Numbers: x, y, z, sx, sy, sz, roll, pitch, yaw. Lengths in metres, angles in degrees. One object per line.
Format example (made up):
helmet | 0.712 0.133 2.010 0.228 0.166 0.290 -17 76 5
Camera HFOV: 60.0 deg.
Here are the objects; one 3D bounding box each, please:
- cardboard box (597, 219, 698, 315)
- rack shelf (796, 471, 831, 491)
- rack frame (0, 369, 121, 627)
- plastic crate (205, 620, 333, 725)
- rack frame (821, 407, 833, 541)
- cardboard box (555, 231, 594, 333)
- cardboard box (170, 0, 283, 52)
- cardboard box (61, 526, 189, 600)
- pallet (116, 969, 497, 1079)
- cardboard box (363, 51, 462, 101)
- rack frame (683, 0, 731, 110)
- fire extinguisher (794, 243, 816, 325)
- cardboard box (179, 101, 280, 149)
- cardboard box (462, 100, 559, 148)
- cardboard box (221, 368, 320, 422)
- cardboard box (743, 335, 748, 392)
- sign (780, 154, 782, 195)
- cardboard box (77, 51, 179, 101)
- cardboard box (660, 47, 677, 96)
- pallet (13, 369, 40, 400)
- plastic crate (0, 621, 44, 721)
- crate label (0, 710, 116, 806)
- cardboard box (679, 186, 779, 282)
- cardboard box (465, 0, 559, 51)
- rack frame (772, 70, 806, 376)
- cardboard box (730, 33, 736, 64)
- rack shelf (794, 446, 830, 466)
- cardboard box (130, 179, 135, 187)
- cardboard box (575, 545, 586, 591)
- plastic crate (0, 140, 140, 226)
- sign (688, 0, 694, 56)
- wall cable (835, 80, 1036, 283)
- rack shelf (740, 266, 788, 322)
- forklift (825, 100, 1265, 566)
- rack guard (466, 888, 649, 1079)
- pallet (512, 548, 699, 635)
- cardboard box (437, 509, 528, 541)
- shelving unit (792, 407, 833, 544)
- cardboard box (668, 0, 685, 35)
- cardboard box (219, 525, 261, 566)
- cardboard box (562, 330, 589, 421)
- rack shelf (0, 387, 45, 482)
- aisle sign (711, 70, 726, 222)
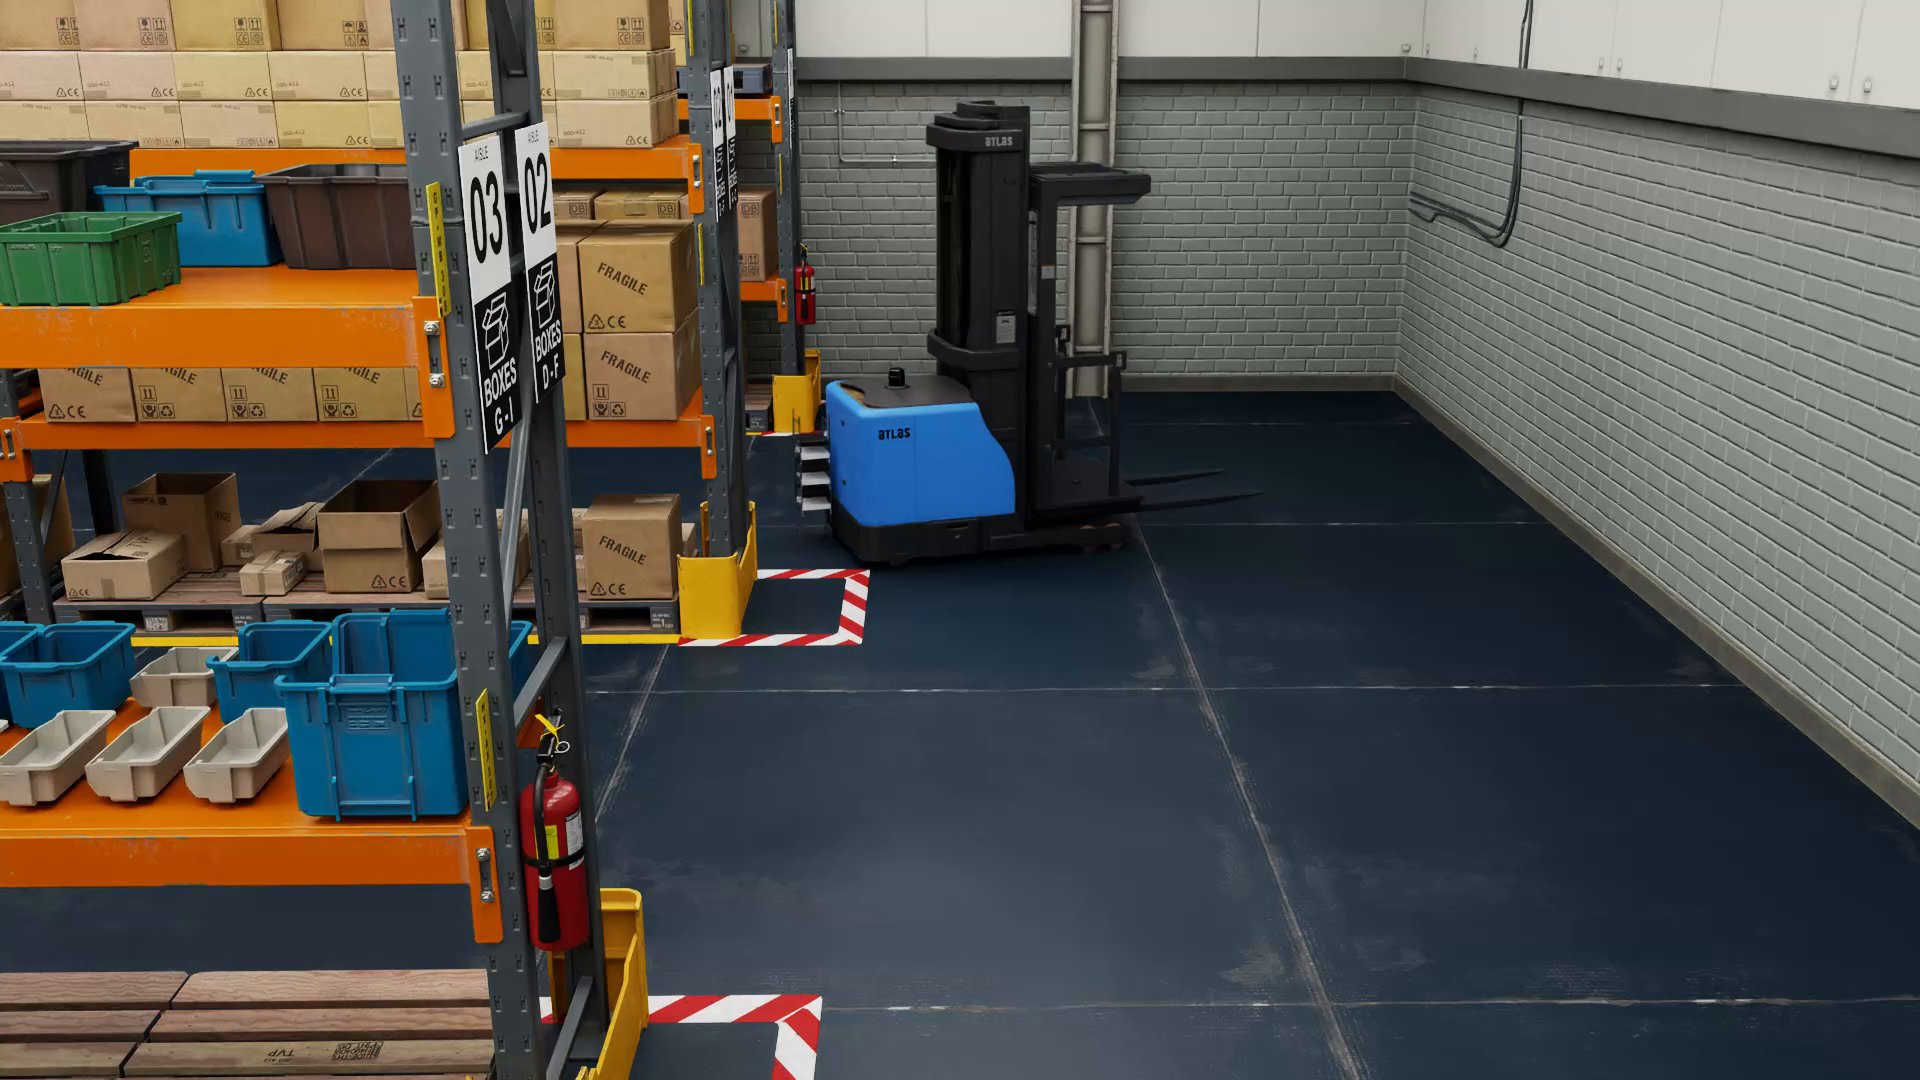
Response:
cardboard box | -1.848 -1.628 9.910 0.500 0.500 0.500 0 18 1
rack shelf | -1.017 -0.414 11.475 0.200 0.077 0.258 -5 18 -16
rack frame | -5.399 -1.006 9.773 0.127 3.000 1.000 0 18 -1
plastic crate | -2.236 0.442 5.434 0.300 0.233 0.416 0 18 -1
rack frame | -0.920 -0.455 11.492 0.006 0.900 0.240 -5 18 -16
cardboard box | -2.346 -1.460 9.389 0.500 0.500 0.500 0 18 1
cardboard box | -3.912 -2.936 9.077 0.500 0.500 0.700 0 18 -1
cardboard box | -4.976 0.129 9.917 0.500 0.311 0.500 0 18 -1
pallet | -2.151 1.807 5.568 1.213 0.211 1.003 0 18 -1
cardboard box | -2.910 -2.536 9.060 0.500 0.250 0.500 0 18 -1
rack frame | -1.400 -3.882 8.917 0.127 3.000 1.000 0 18 -1
fire extinguisher | -1.324 -2.184 14.181 0.183 0.674 0.296 0 18 -1
cardboard box | -3.909 -2.293 9.120 0.500 0.250 0.500 0 18 -1
cardboard box | -2.410 -2.300 9.142 0.500 0.250 0.500 0 18 -1
cardboard box | -3.873 -0.978 9.522 0.500 0.500 0.500 0 18 -1
cardboard box | -2.180 -1.514 14.762 0.500 0.500 0.700 0 18 -1
sign | -1.487 -3.037 13.820 0.005 0.325 0.100 0 18 -1
cardboard box | -4.409 -2.531 9.042 0.500 0.250 0.500 0 18 -1
cardboard box | -1.918 -2.697 9.562 0.500 0.250 0.500 0 18 -1
pallet | -6.200 -0.944 9.895 1.213 0.211 1.003 0 18 -1
plastic crate | -3.194 0.447 5.419 0.300 0.233 0.416 0 18 -1
crate label | -2.706 0.649 4.946 0.243 0.136 0.396 0 18 -1
cardboard box | -1.992 -2.676 14.487 0.700 0.700 0.980 1 18 2
cardboard box | -2.415 -2.993 9.257 0.500 0.500 0.700 0 18 -1
rack frame | -1.482 -2.538 14.550 0.127 3.000 1.000 0 18 -1
cardboard box | -2.216 -4.214 14.258 0.500 0.250 0.500 1 18 2
rack shelf | -1.017 -0.586 11.420 0.200 0.077 0.258 -5 18 -16
cardboard box | -6.966 -2.993 14.055 0.500 0.250 0.500 0 18 0
cardboard box | -2.346 0.167 10.036 0.250 0.166 0.380 0 18 -1
plastic crate | -2.857 -0.988 4.907 0.767 0.338 0.504 0 18 -1
sign | -1.411 -2.706 8.711 0.005 0.325 0.100 0 18 -1
wall cable | -0.217 -3.317 15.314 1.851 1.984 0.084 0 18 -1
rack shelf | -3.482 -2.186 14.630 4.000 0.370 1.077 0 18 -1
forklift | 0.636 -1.473 11.340 3.031 2.935 1.130 -6 19 -18
rack guard | -1.302 1.674 5.512 0.348 0.500 1.175 0 18 -1
pallet | -2.273 0.307 10.245 1.213 0.211 1.003 0 18 -1
cardboard box | -2.948 -0.005 10.433 0.500 0.250 0.500 0 18 -1
shelving unit | -1.017 -0.446 11.465 0.210 0.900 0.258 -5 18 -16
cardboard box | -2.209 -4.413 13.650 0.500 0.500 0.500 0 18 -1
cardboard box | -4.460 0.032 10.483 0.250 0.149 0.380 0 18 -1
cardboard box | -2.362 -0.984 9.541 0.500 0.500 0.500 0 18 0
rack shelf | -7.399 -0.654 9.853 4.000 0.370 1.077 0 18 -1
aisle sign | -1.327 -2.170 9.146 0.004 0.787 0.394 0 18 -1
